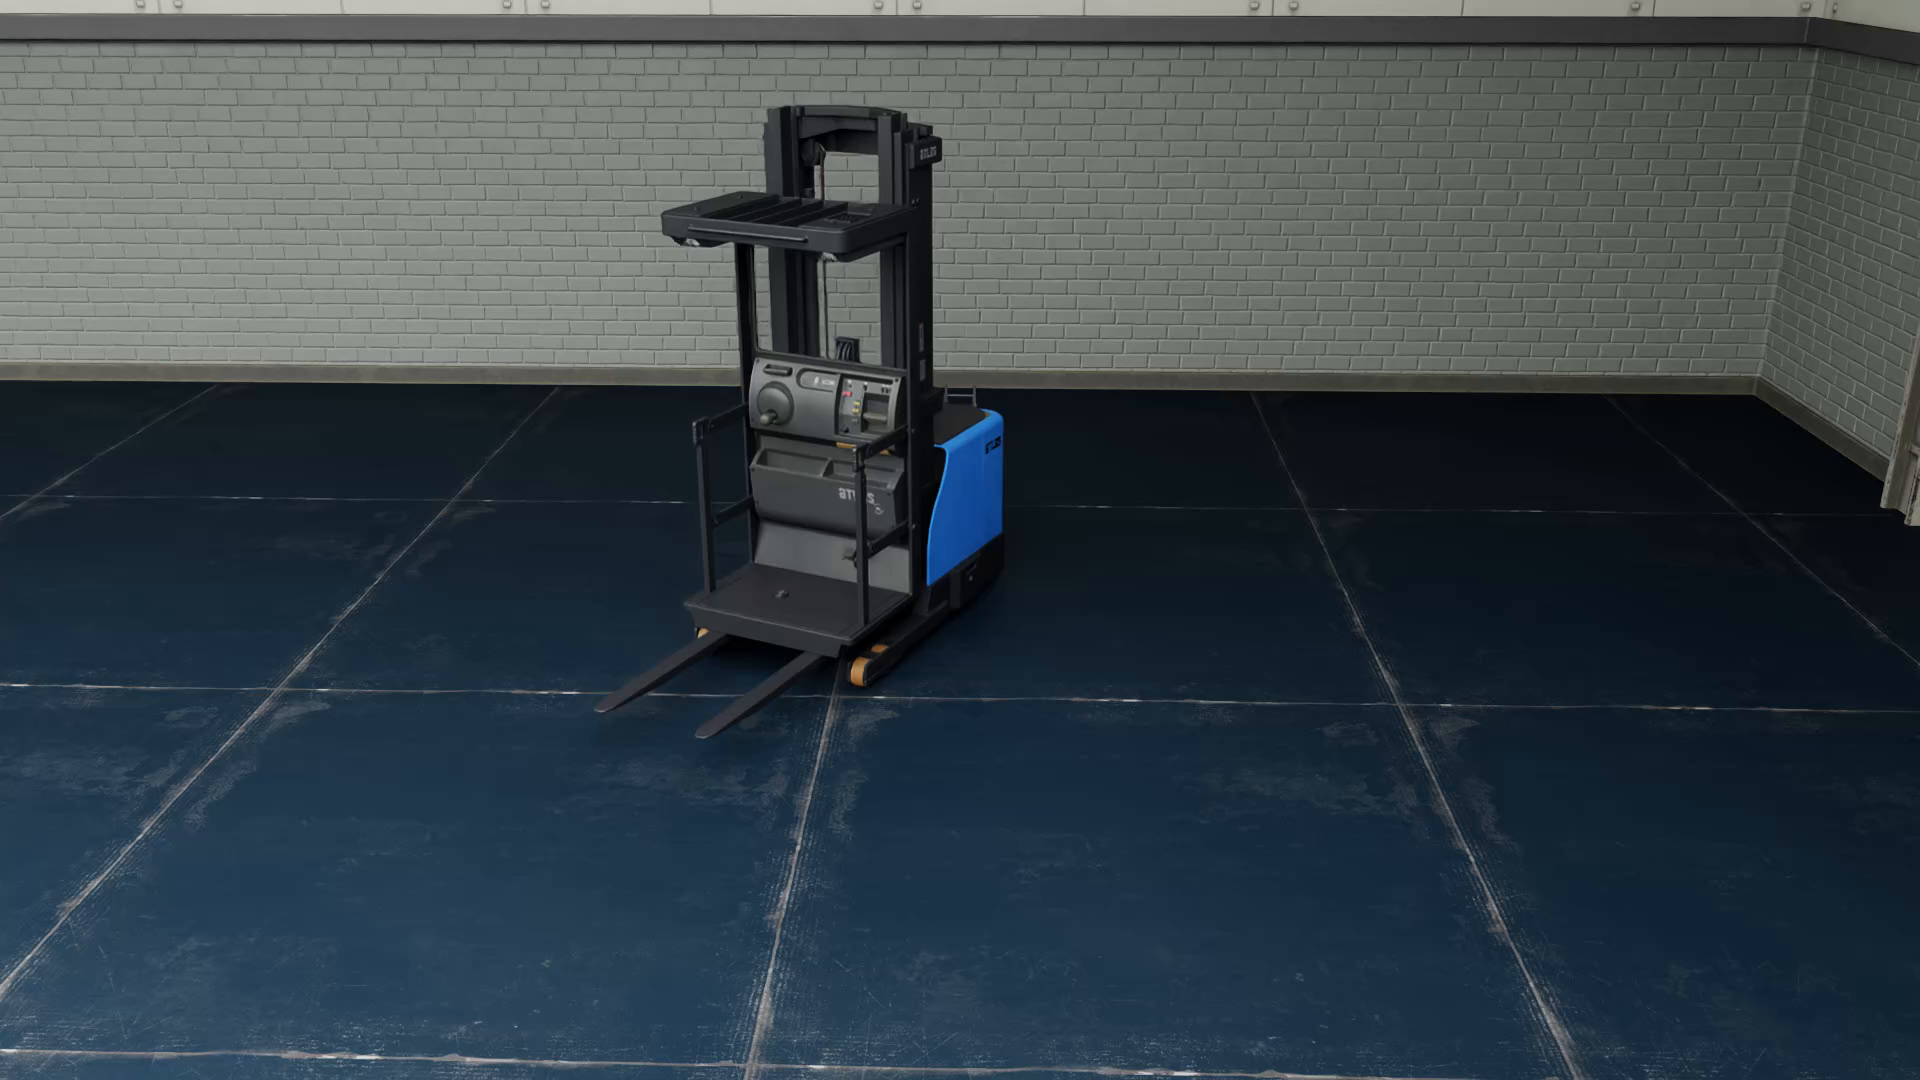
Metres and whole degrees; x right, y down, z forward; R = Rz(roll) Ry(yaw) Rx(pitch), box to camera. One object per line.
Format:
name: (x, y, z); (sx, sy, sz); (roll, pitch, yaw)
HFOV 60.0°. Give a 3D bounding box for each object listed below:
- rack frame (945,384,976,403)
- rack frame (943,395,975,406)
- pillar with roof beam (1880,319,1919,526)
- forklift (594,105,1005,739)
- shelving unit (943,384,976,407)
rack frame: (0.002, -0.514, 10.903); (0.200, 1.050, 0.008); (1, 21, 2)
rack frame: (-0.005, -0.426, 10.675); (0.200, 1.050, 0.008); (1, 21, 2)
pillar with roof beam: (2.288, -4.412, 9.960); (9.100, 9.000, 0.400); (1, 21, 2)
forklift: (-0.837, -0.751, 8.911); (1.130, 2.935, 3.031); (10, 24, 25)
shelving unit: (-0.002, -0.470, 10.789); (0.215, 1.050, 0.252); (1, 21, 2)
